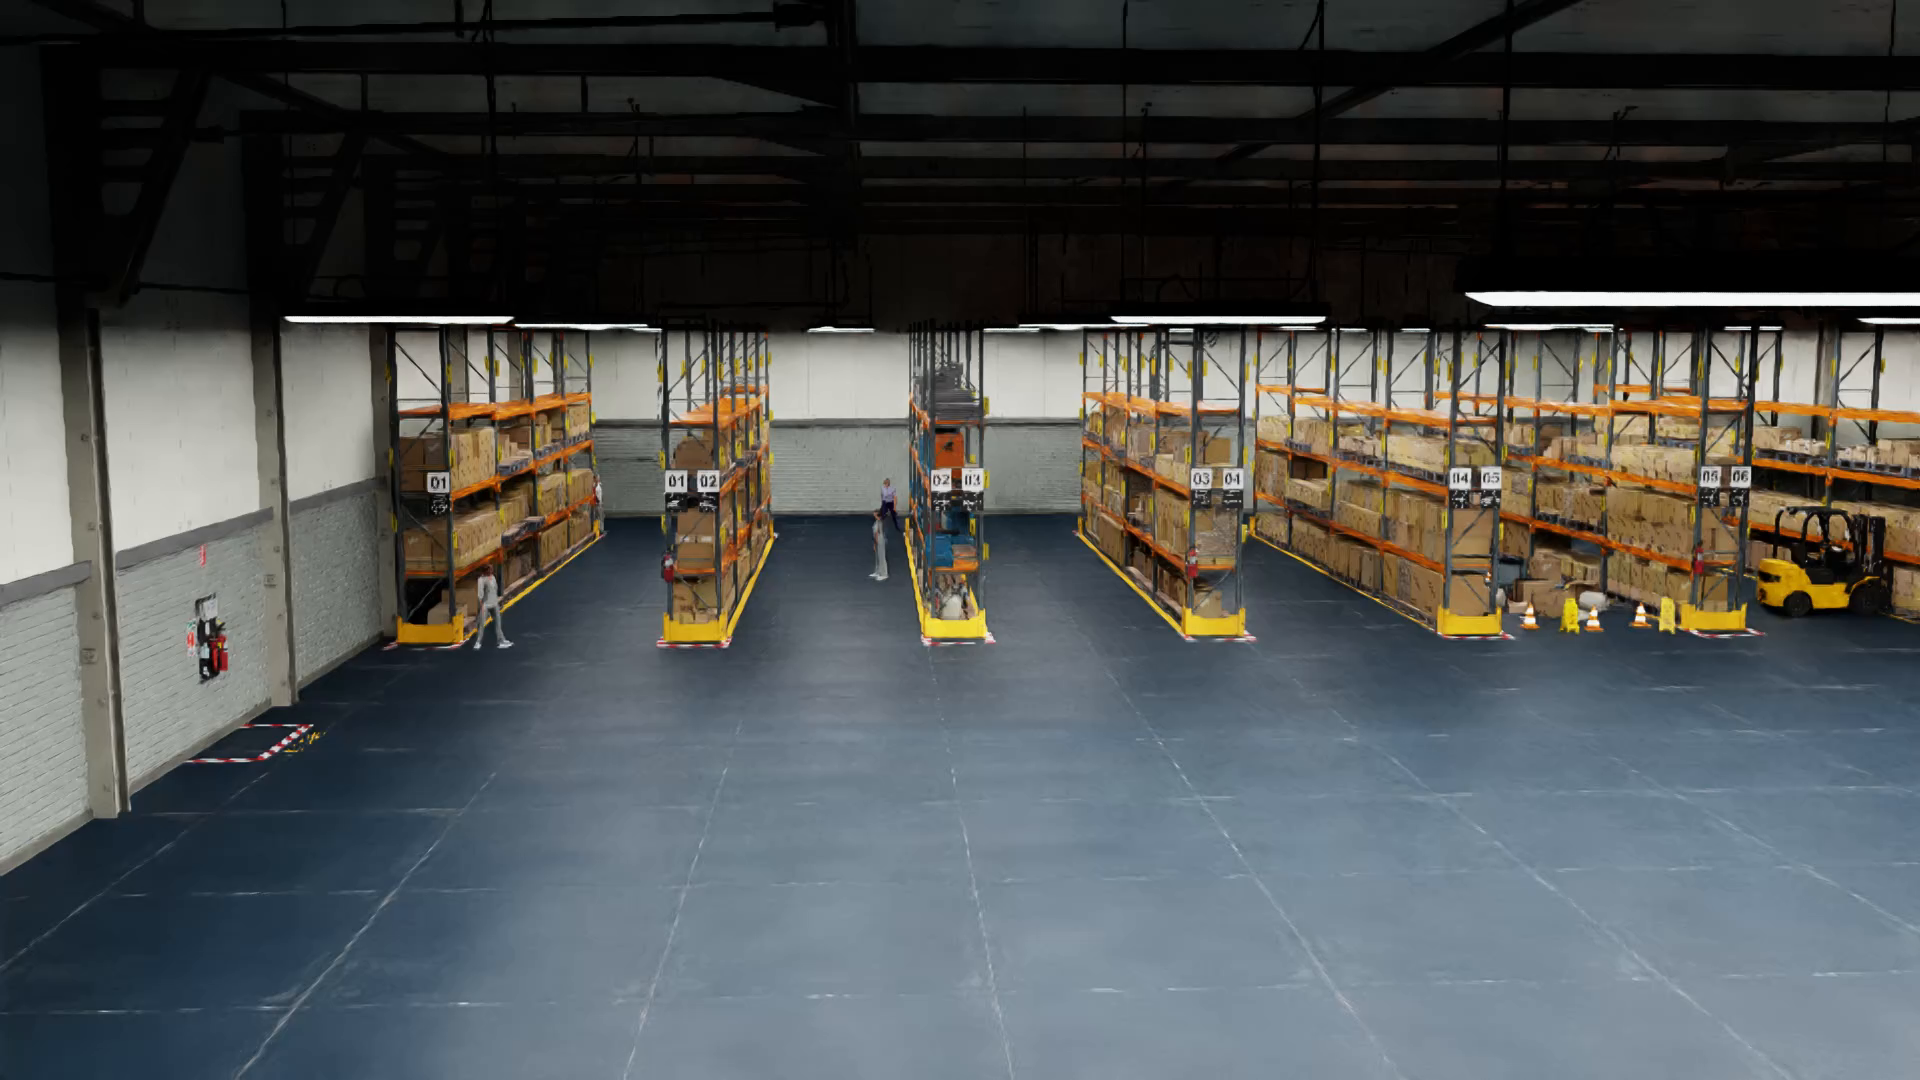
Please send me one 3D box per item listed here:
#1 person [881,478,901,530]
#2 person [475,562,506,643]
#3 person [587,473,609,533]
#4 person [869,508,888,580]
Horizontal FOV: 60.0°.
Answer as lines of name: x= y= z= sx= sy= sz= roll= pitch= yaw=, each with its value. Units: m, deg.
person: x=-2.064 y=-1.029 z=48.320 sx=0.517 sy=1.592 sz=0.946 roll=3 pitch=7 yaw=20
person: x=-8.626 y=1.154 z=30.387 sx=0.424 sy=1.511 sz=0.502 roll=5 pitch=8 yaw=33
person: x=-10.525 y=-1.070 z=47.997 sx=0.541 sy=1.751 sz=0.629 roll=5 pitch=9 yaw=34
person: x=-1.906 y=0.058 z=38.937 sx=0.518 sy=1.639 sz=0.525 roll=2 pitch=7 yaw=13
